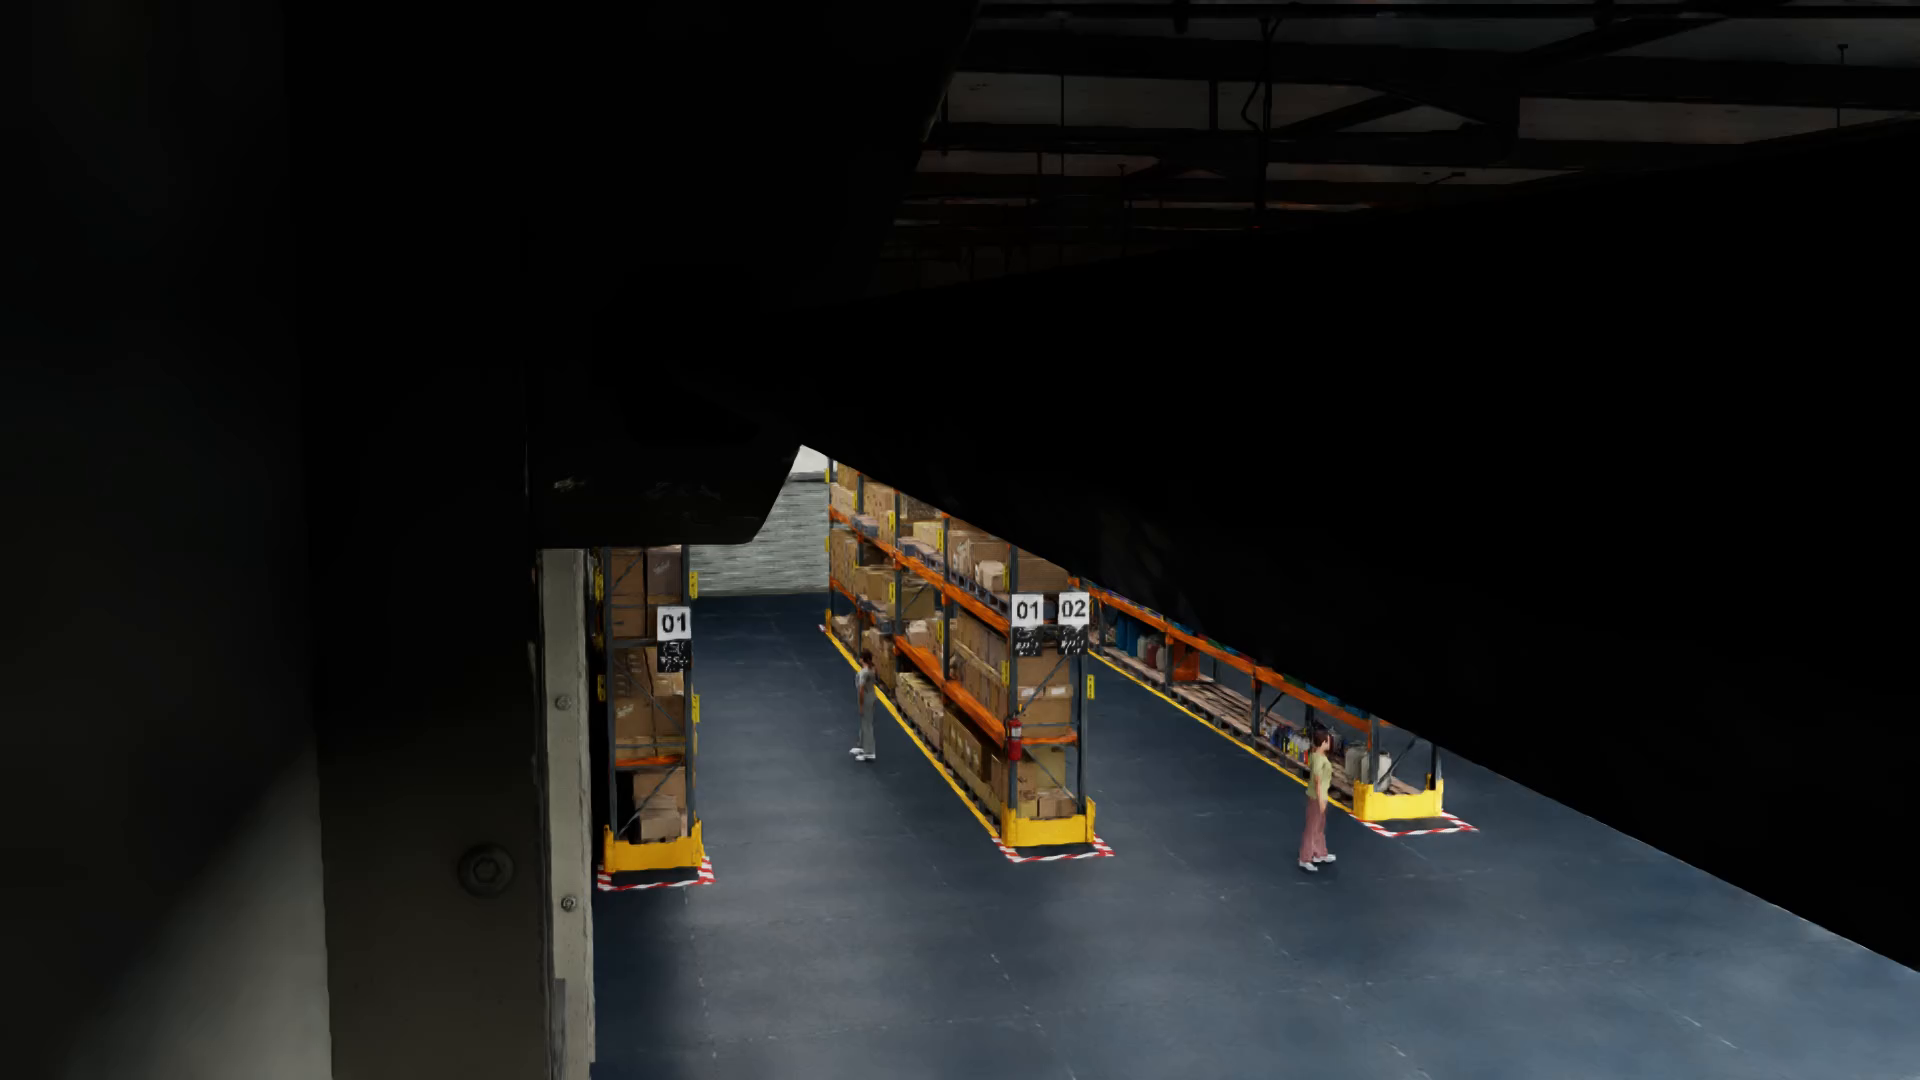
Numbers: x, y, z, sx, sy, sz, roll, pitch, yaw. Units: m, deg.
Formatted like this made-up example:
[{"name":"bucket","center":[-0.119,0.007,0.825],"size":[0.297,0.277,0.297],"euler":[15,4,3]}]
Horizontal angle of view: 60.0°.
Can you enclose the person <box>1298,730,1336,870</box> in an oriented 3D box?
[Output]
[{"name":"person","center":[4.333,3.115,20.067],"size":[0.463,1.674,0.558],"euler":[1,7,11]}]

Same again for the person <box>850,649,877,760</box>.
[{"name":"person","center":[-1.475,2.484,25.348],"size":[0.477,1.675,0.487],"euler":[2,7,18]}]
